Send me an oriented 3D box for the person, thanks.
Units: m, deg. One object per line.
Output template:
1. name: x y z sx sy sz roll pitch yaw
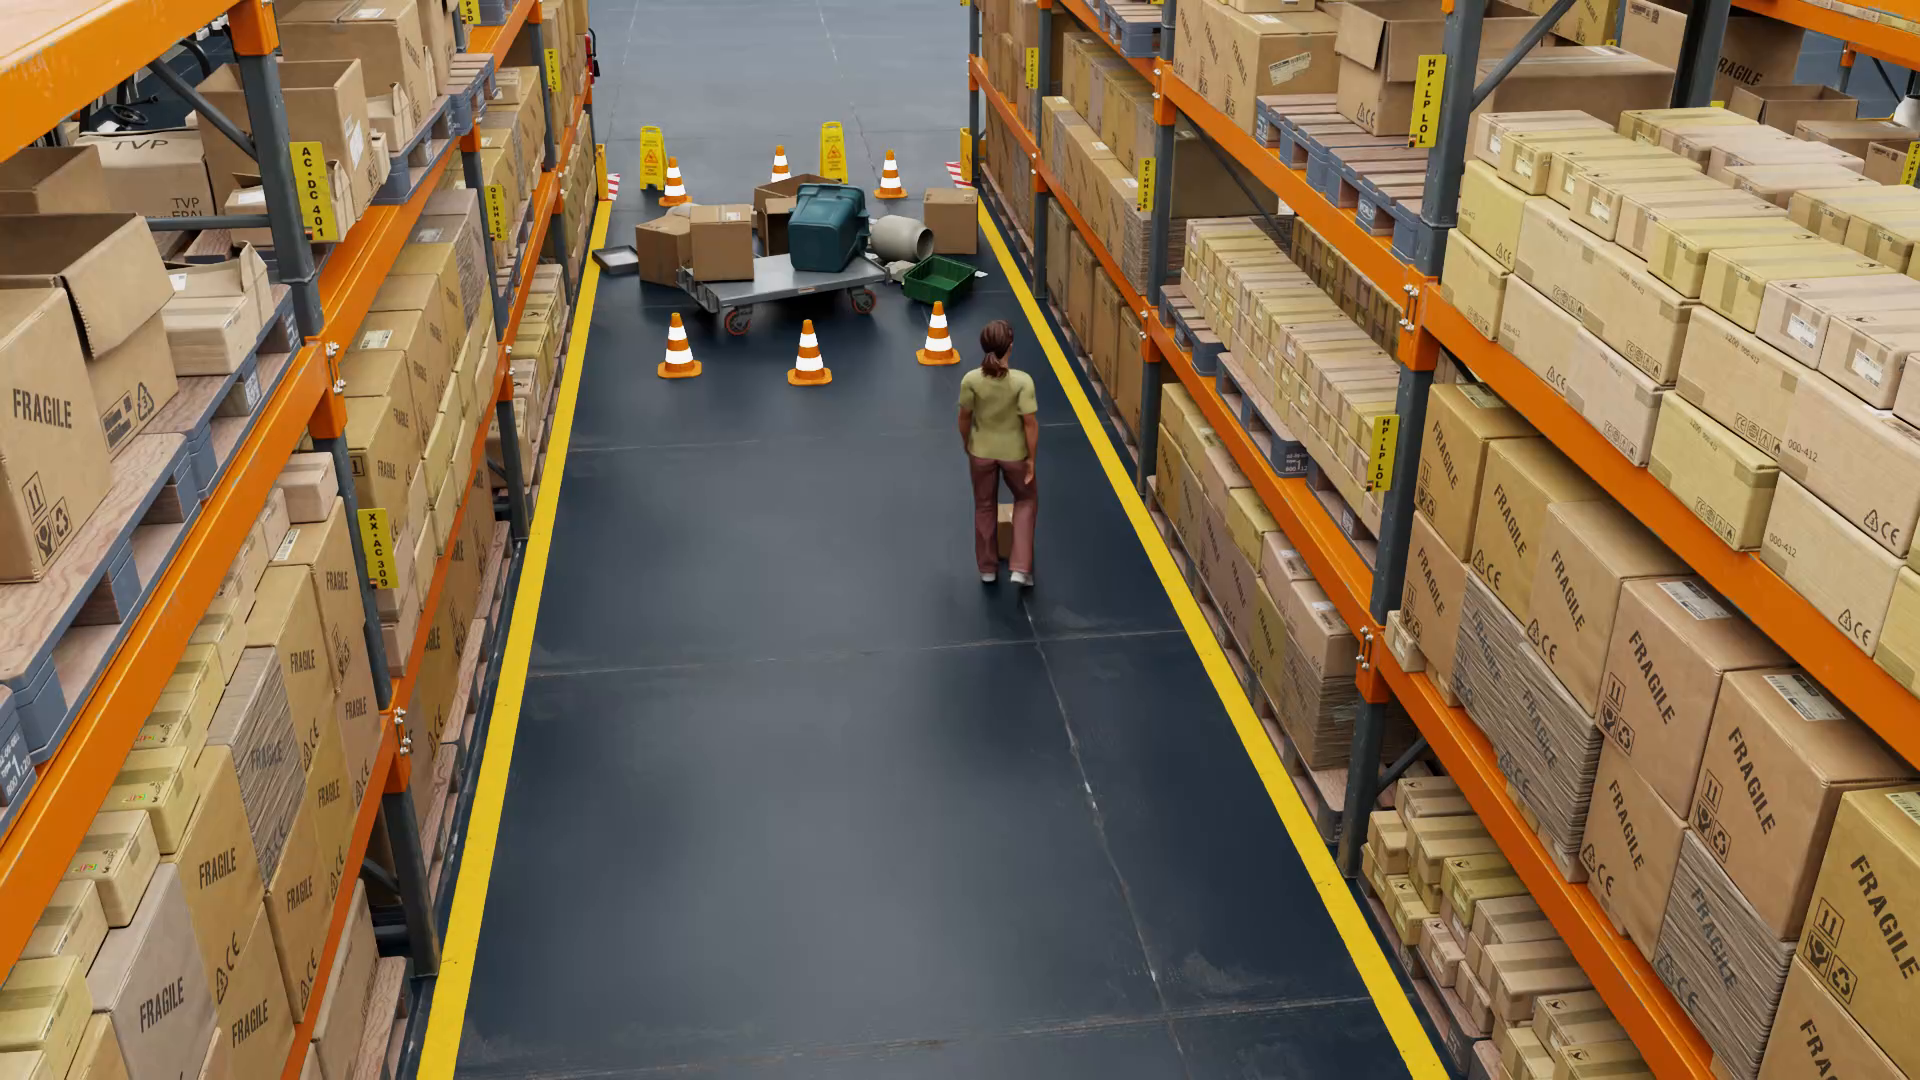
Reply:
1. person: 0.225 -0.486 9.558 0.467 1.697 0.529 3 27 6
